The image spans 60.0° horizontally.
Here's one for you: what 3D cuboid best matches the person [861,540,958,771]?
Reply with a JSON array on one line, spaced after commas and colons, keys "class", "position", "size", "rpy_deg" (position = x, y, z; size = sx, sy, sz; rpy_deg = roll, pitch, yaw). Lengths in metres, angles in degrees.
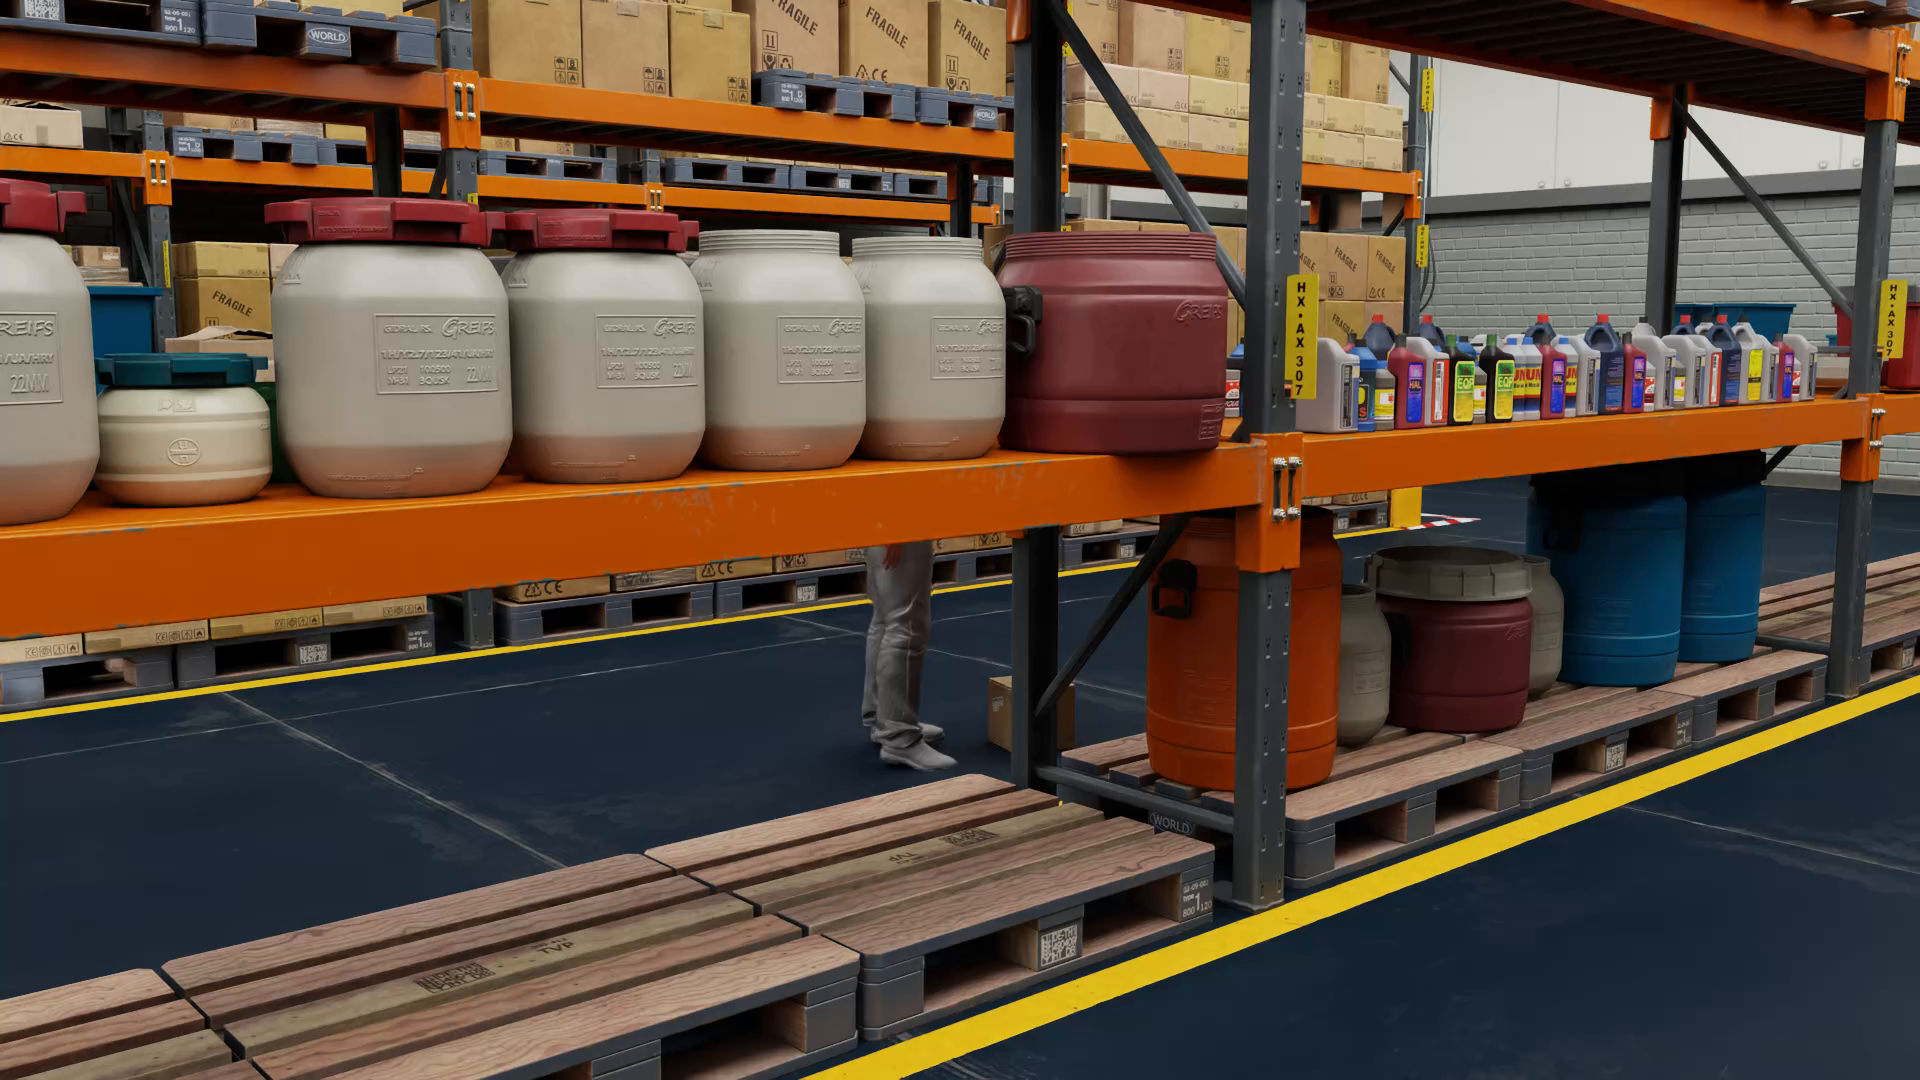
[{"class": "person", "position": [-0.223, -0.069, 6.208], "size": [0.383, 1.809, 0.558], "rpy_deg": [-1, 7, -7]}]
